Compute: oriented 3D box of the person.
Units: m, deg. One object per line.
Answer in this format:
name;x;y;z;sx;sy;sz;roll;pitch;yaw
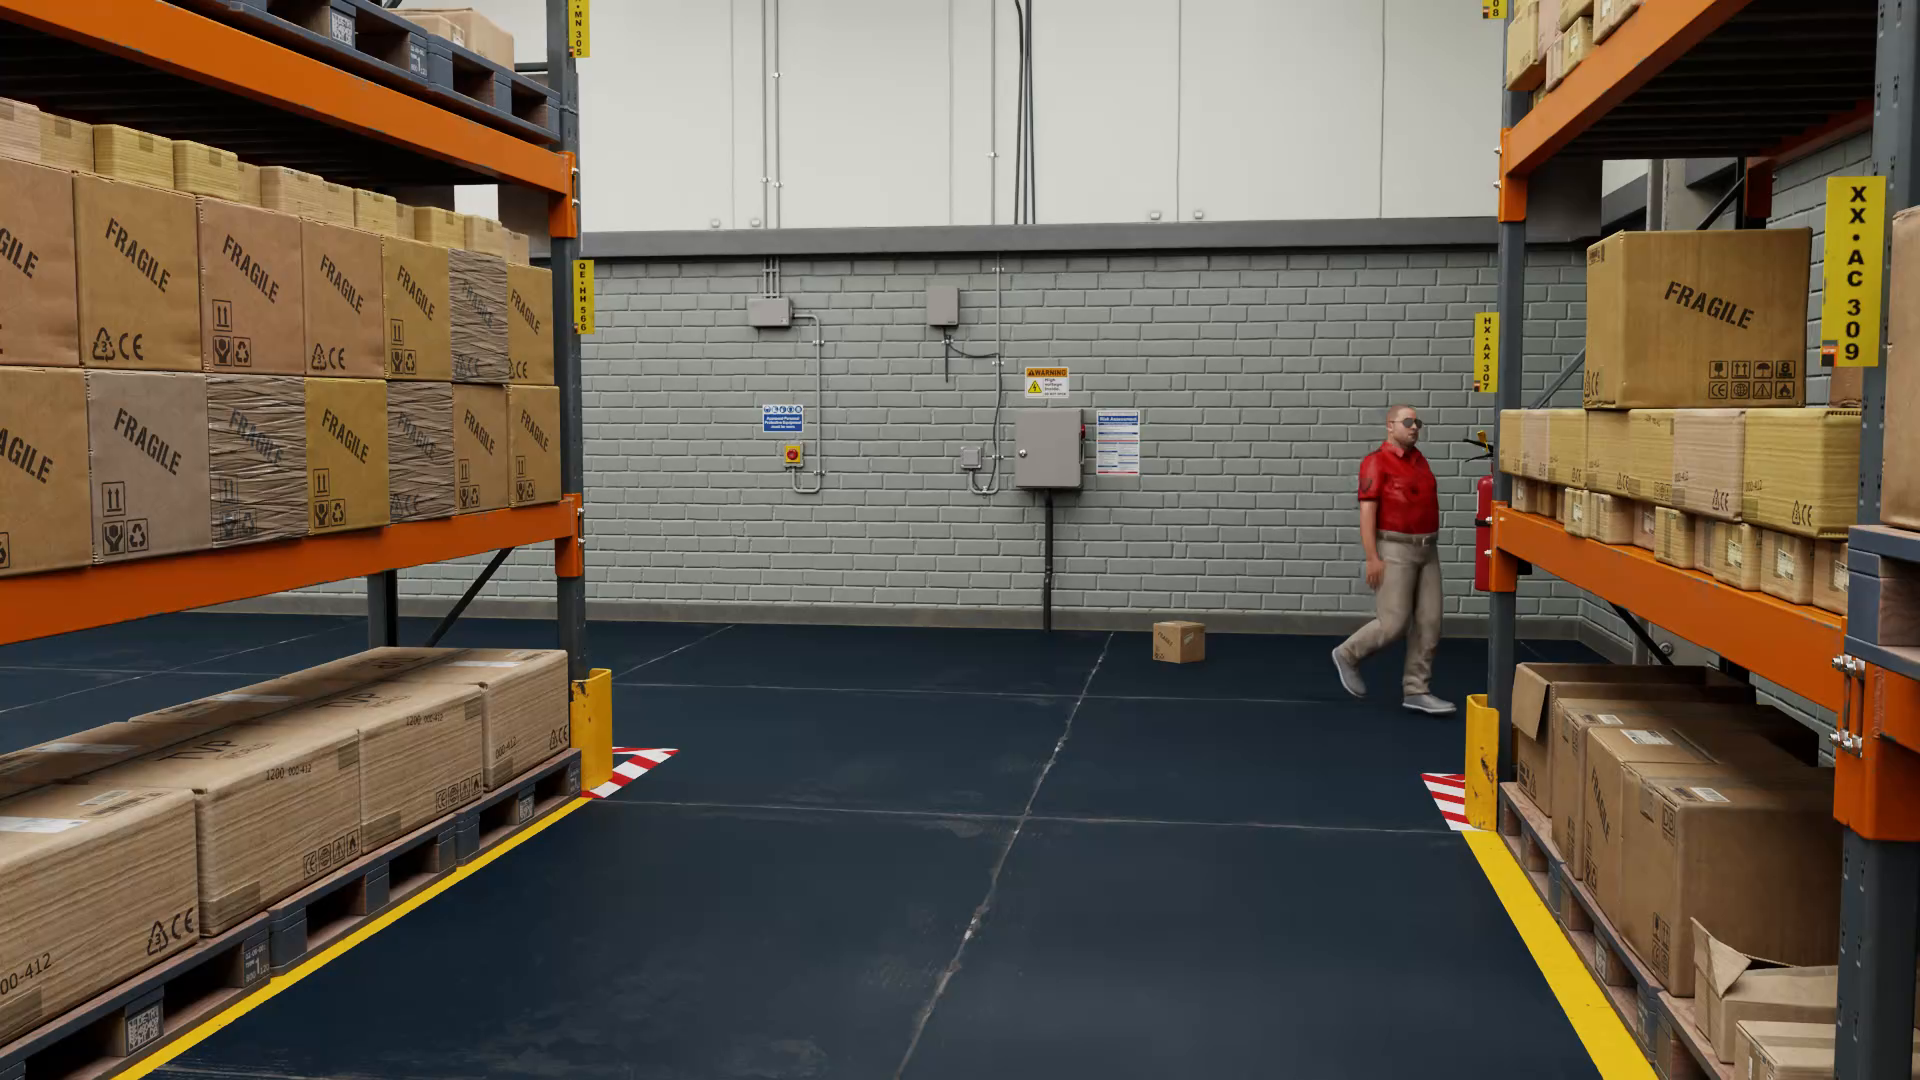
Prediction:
person;2.447;0.095;9.316;0.541;1.702;0.717;-3;5;-35
